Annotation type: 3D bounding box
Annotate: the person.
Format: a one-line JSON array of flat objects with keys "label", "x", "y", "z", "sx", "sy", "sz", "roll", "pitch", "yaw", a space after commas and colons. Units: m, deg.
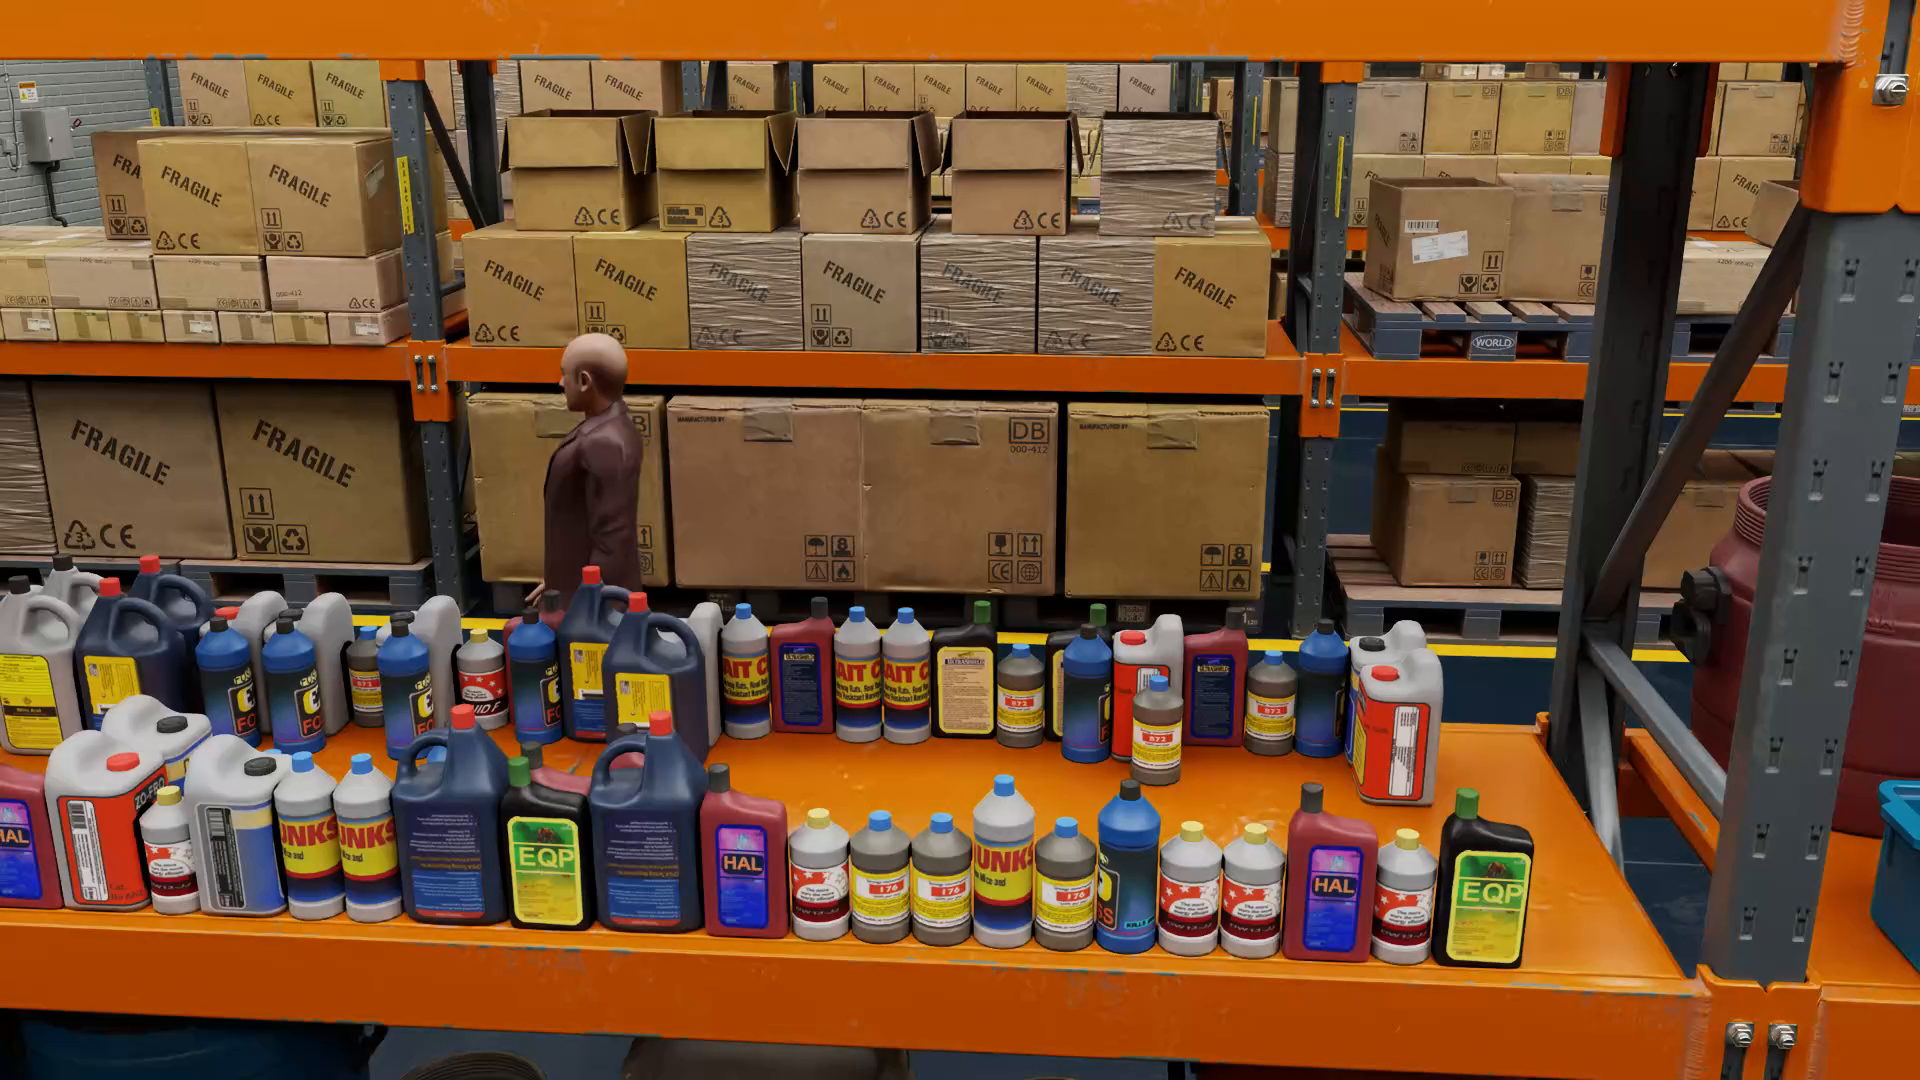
[{"label": "person", "x": -1.261, "y": 0.233, "z": 5.291, "sx": 0.694, "sy": 1.773, "sz": 0.636, "roll": -2, "pitch": 17, "yaw": -7}]
